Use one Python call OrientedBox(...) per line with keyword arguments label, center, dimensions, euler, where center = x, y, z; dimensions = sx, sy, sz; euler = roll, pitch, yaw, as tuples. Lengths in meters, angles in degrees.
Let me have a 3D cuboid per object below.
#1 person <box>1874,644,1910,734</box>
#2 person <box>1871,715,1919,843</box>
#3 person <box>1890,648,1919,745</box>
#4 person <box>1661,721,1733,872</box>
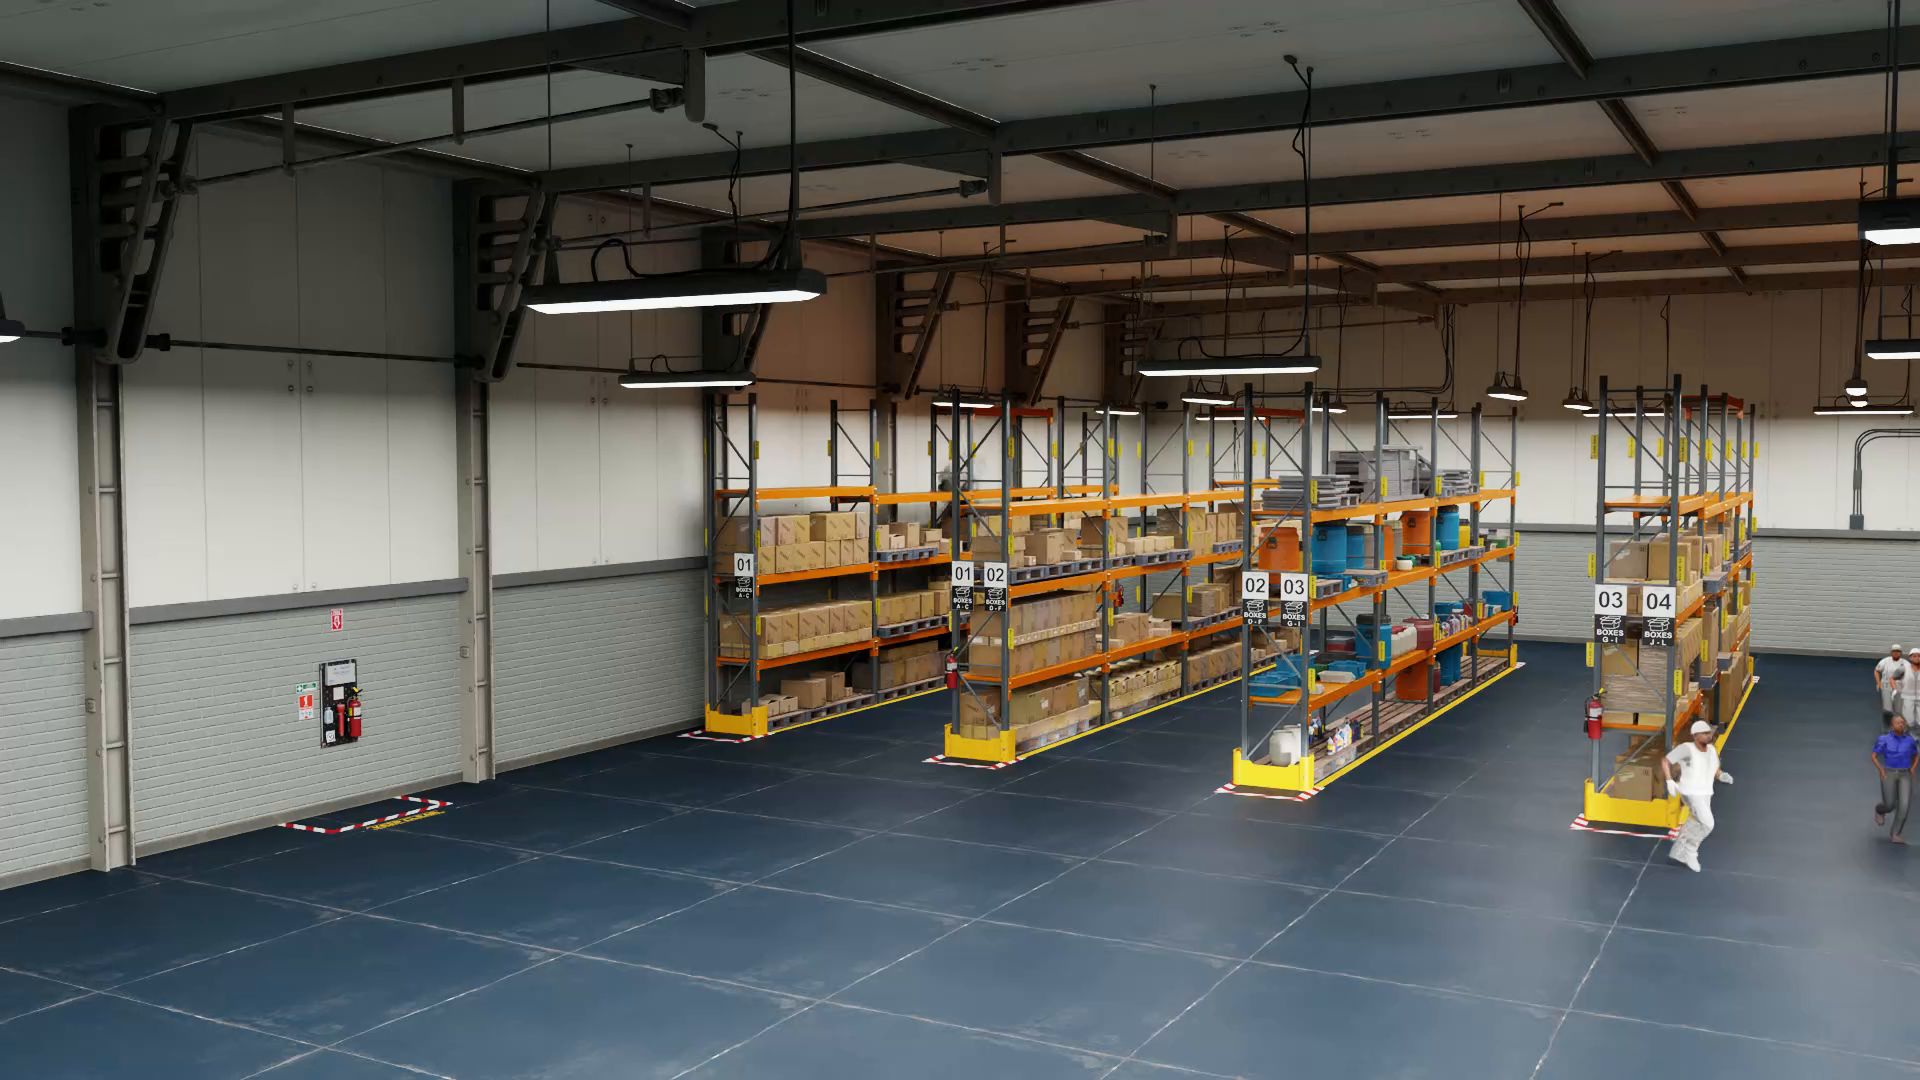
OrientedBox(label="person", center=(16.198, 2.624, 28.834), dimensions=(0.593, 1.626, 0.566), euler=(1, 3, 25))
OrientedBox(label="person", center=(12.032, 3.049, 21.366), dimensions=(0.568, 1.603, 0.616), euler=(1, 3, 13))
OrientedBox(label="person", center=(15.703, 2.649, 27.356), dimensions=(0.655, 1.741, 0.583), euler=(1, 3, 19))
OrientedBox(label="person", center=(8.787, 3.046, 19.784), dimensions=(0.661, 1.790, 0.799), euler=(-2, 4, -30))
